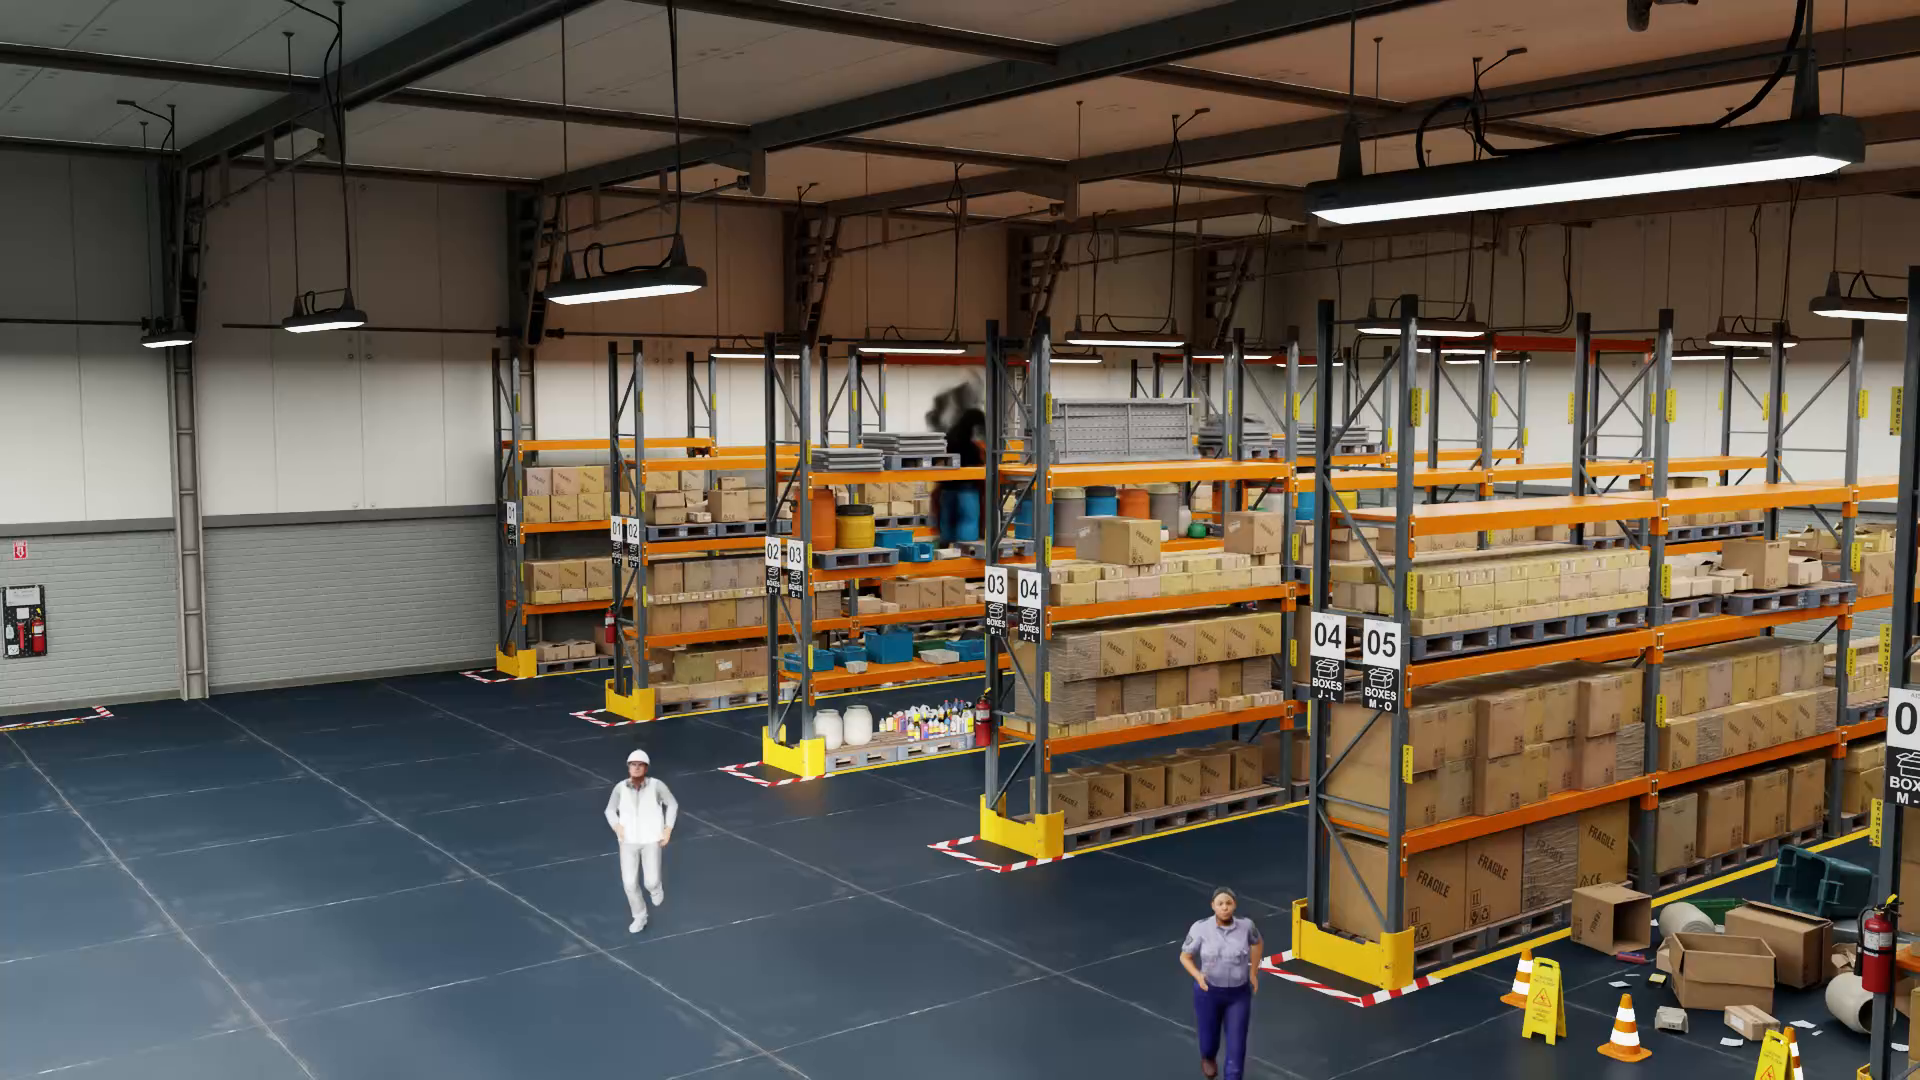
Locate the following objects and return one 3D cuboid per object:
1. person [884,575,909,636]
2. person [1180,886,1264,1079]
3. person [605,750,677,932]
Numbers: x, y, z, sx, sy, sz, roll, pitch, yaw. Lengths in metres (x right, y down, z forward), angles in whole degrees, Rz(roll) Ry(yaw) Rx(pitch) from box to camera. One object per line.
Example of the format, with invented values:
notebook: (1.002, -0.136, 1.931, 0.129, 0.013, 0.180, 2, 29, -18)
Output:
person: (-1.190, 1.470, 32.062, 0.660, 1.765, 0.679, -4, 7, -39)
person: (1.892, 3.299, 12.000, 0.612, 1.644, 0.902, 0, 5, 4)
person: (-3.096, 2.896, 16.134, 0.691, 1.735, 0.609, 0, 5, -4)
